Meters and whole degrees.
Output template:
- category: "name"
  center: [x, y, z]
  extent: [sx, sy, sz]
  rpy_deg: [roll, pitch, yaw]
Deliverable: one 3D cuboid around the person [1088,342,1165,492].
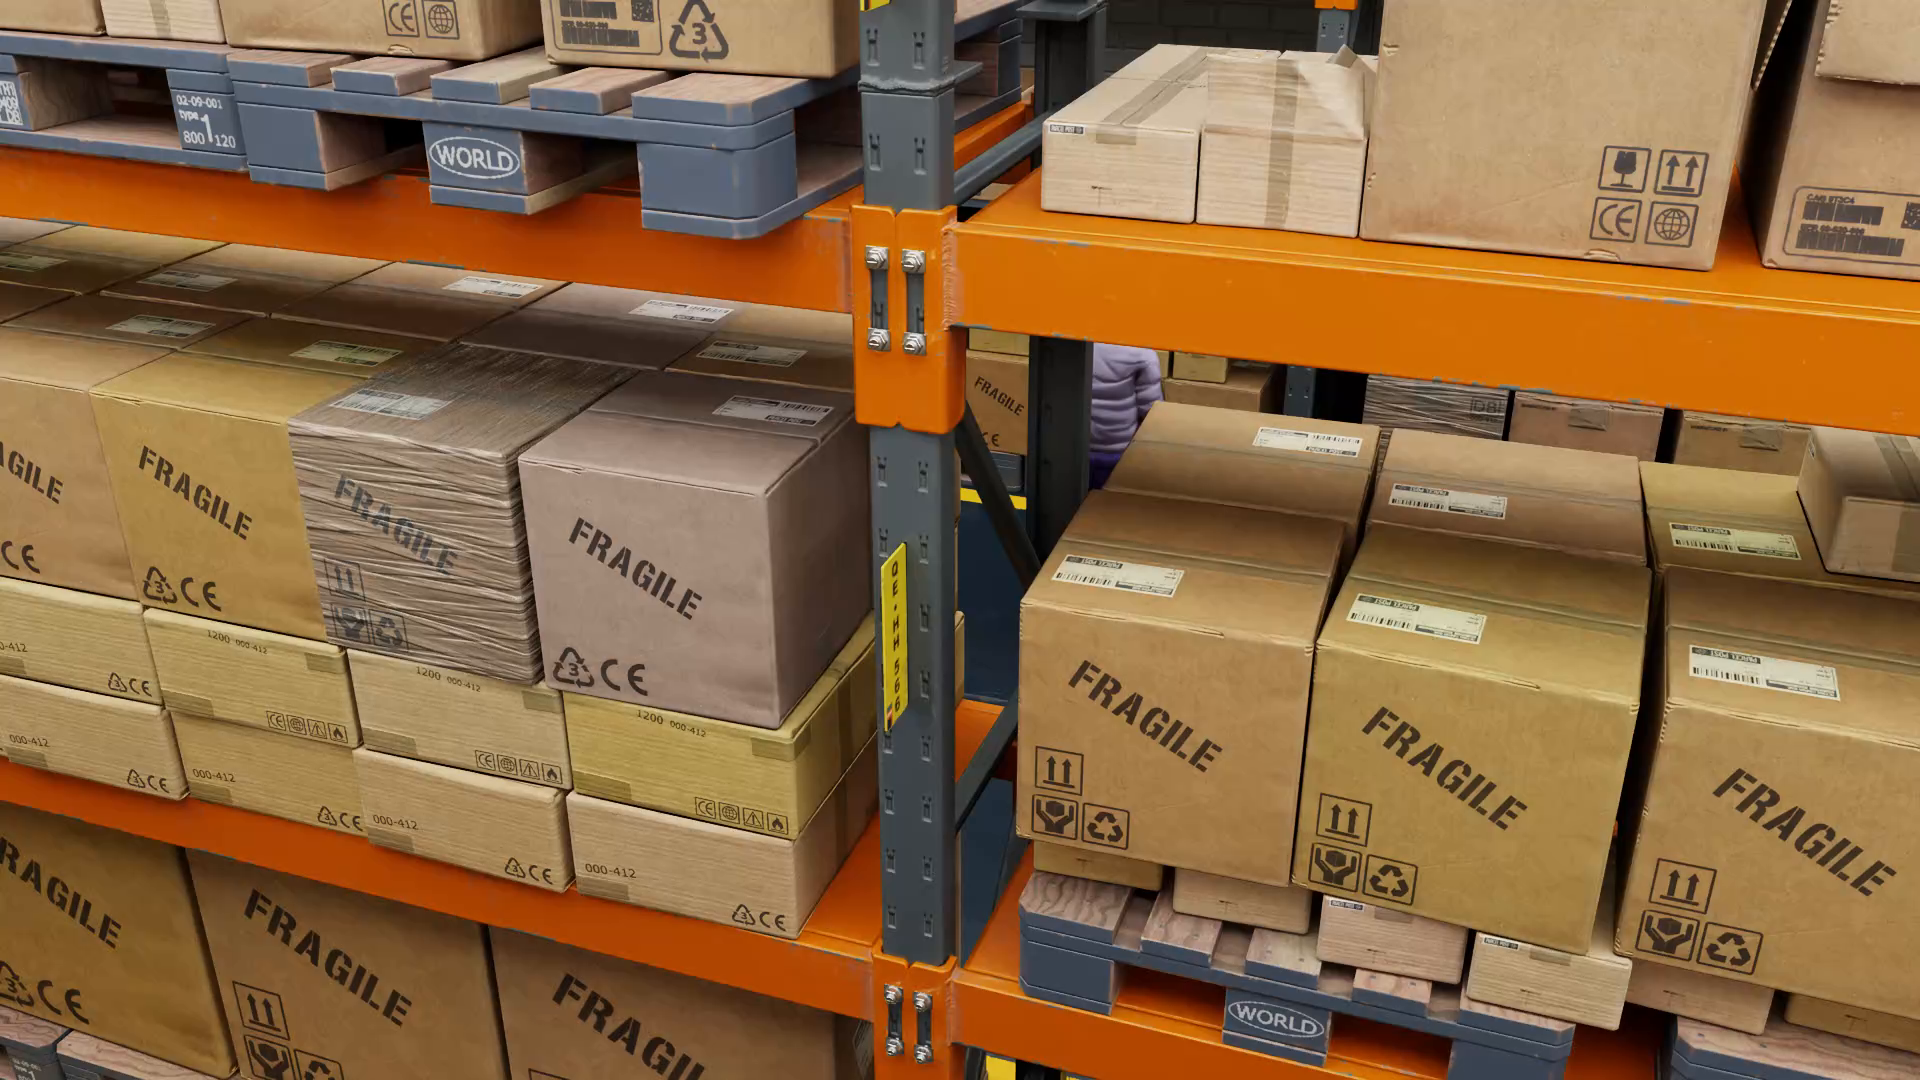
- category: "person"
  center: [0.574, -0.242, 6.637]
  extent: [0.546, 1.636, 0.372]
  rpy_deg: [8, 27, 15]
